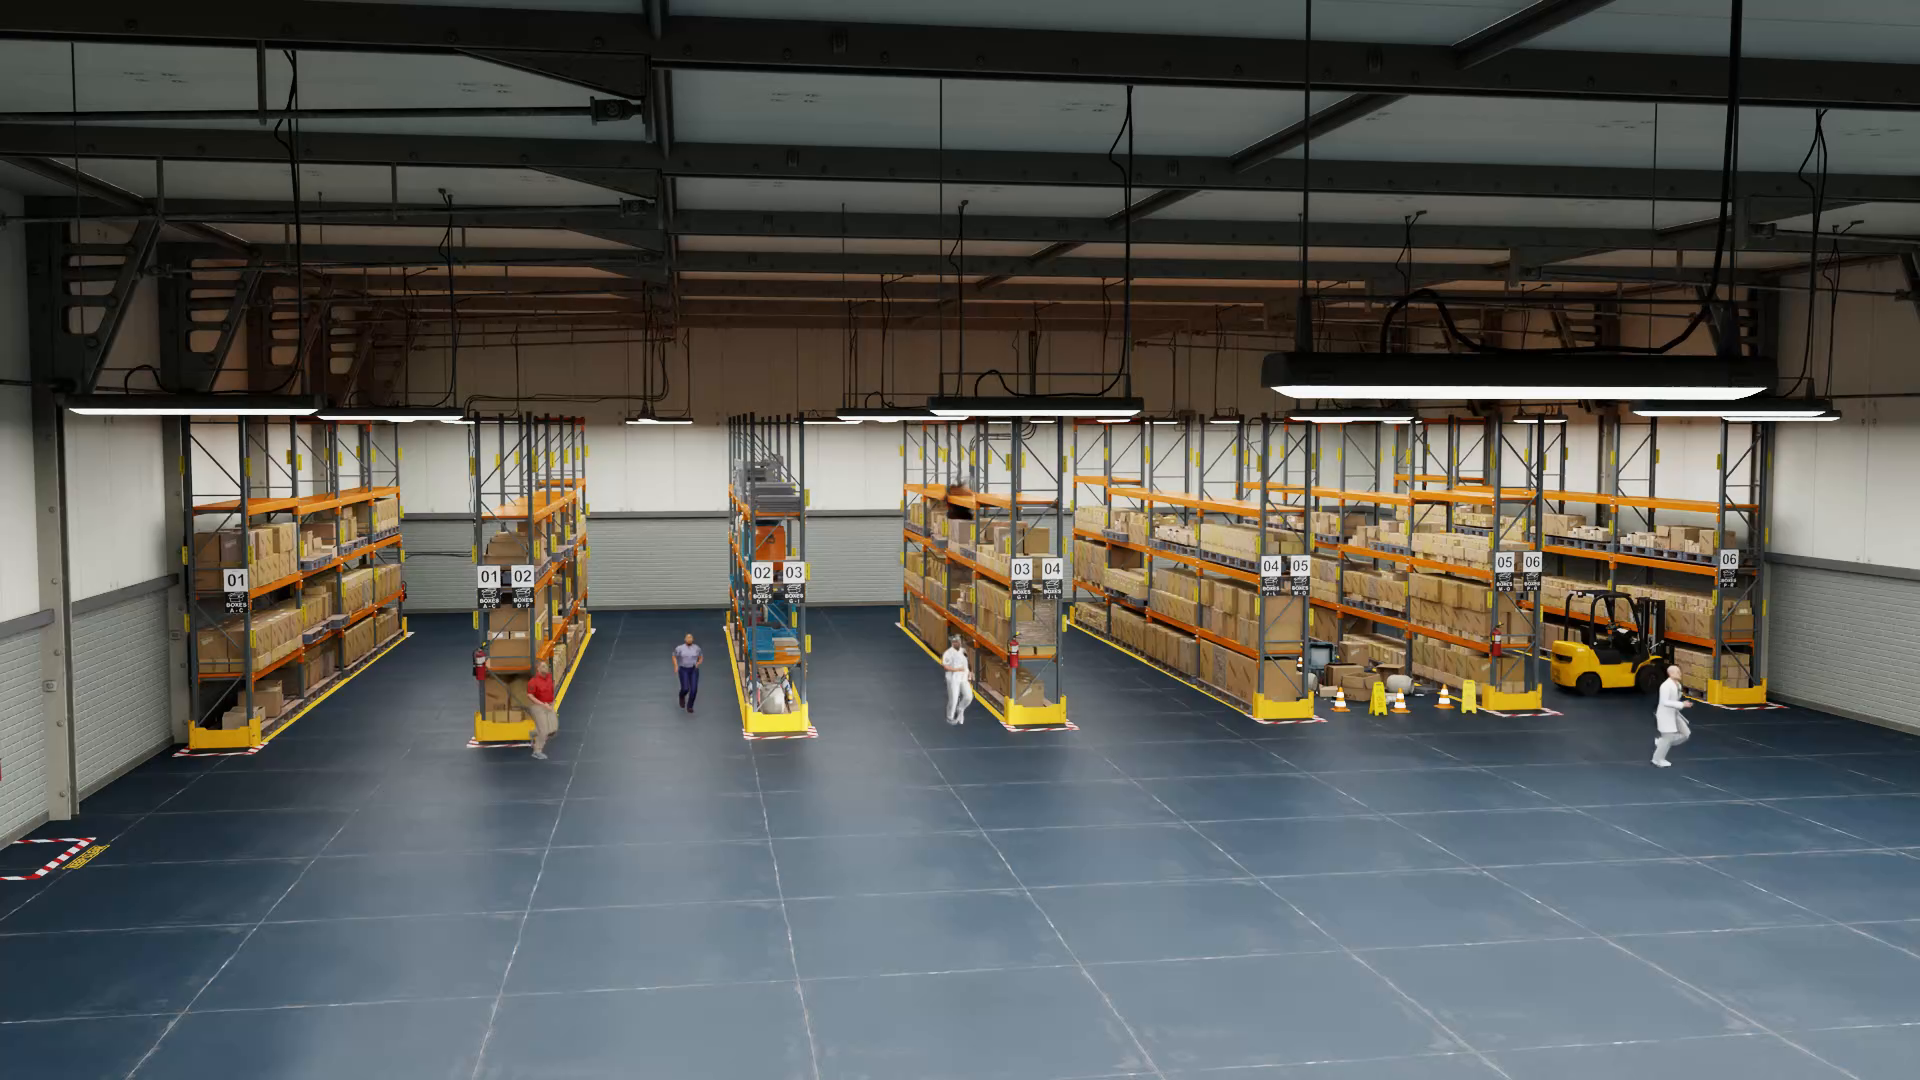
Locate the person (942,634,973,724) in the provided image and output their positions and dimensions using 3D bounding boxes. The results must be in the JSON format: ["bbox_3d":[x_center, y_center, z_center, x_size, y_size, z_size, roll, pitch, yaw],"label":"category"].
[{"bbox_3d":[-0.025,2.669,31.910,0.646,1.752,0.655,-3,5,-33],"label":"person"}]

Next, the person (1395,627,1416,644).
[{"bbox_3d":[11.370,2.002,42.539,0.583,1.703,1.093,0,4,-7],"label":"person"}]

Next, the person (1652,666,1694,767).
[{"bbox_3d":[11.956,2.959,27.879,0.761,1.728,0.724,-4,5,-43],"label":"person"}]

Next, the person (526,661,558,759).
[{"bbox_3d":[-7.238,2.929,28.812,0.669,1.690,0.690,2,4,27],"label":"person"}]

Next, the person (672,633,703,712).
[{"bbox_3d":[-5.426,2.662,33.283,0.604,1.605,0.541,-1,4,-20],"label":"person"}]
